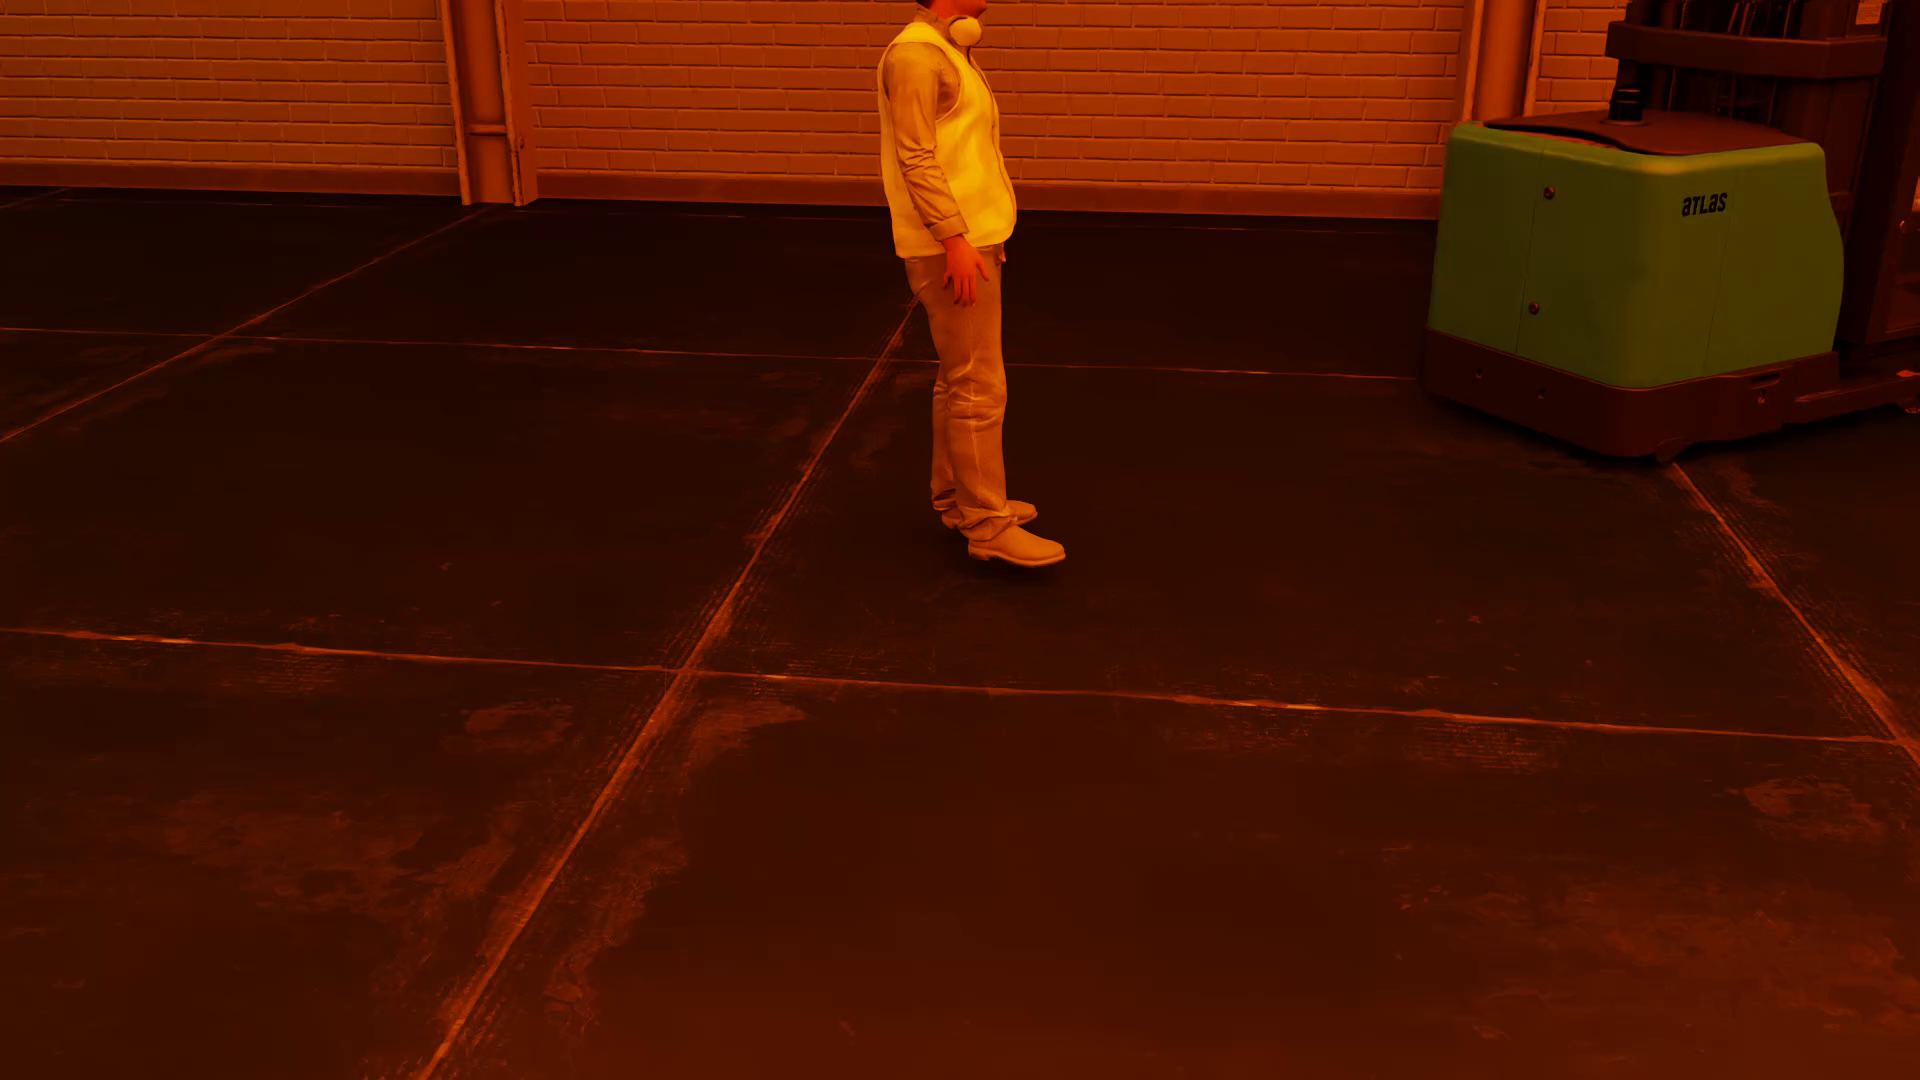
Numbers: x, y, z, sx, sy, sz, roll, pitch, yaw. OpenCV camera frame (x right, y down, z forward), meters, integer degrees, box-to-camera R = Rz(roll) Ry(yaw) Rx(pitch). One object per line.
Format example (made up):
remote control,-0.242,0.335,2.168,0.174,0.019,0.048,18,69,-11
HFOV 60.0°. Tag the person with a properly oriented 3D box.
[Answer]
person,0.060,-0.861,4.813,0.568,1.773,0.632,3,22,7

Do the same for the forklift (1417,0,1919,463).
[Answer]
forklift,3.321,-2.004,6.230,3.031,2.935,1.130,-12,25,-26
